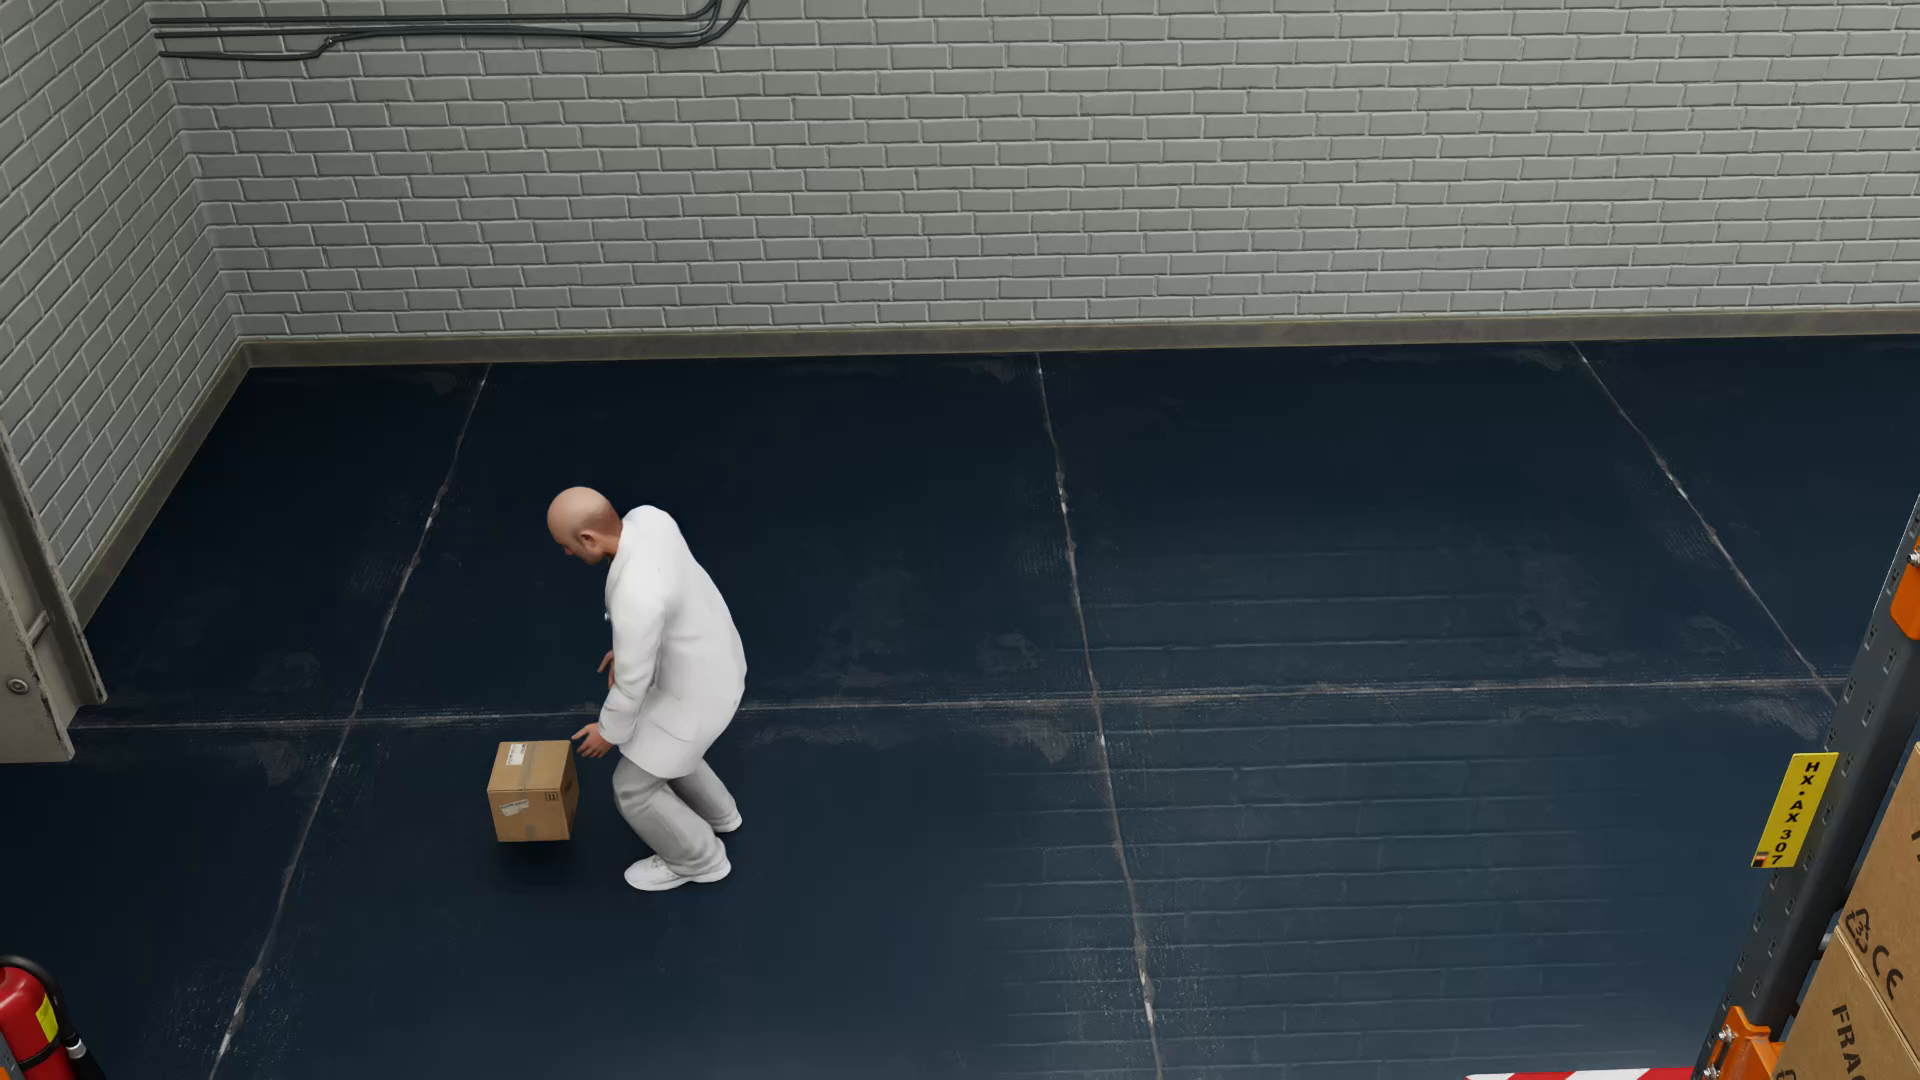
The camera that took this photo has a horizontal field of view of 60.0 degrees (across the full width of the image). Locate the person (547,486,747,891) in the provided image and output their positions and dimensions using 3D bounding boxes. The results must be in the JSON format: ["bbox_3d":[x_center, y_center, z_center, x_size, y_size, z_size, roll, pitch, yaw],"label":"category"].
[{"bbox_3d":[-1.003,0.498,5.594,0.564,1.612,0.620,-1,35,-2],"label":"person"}]
